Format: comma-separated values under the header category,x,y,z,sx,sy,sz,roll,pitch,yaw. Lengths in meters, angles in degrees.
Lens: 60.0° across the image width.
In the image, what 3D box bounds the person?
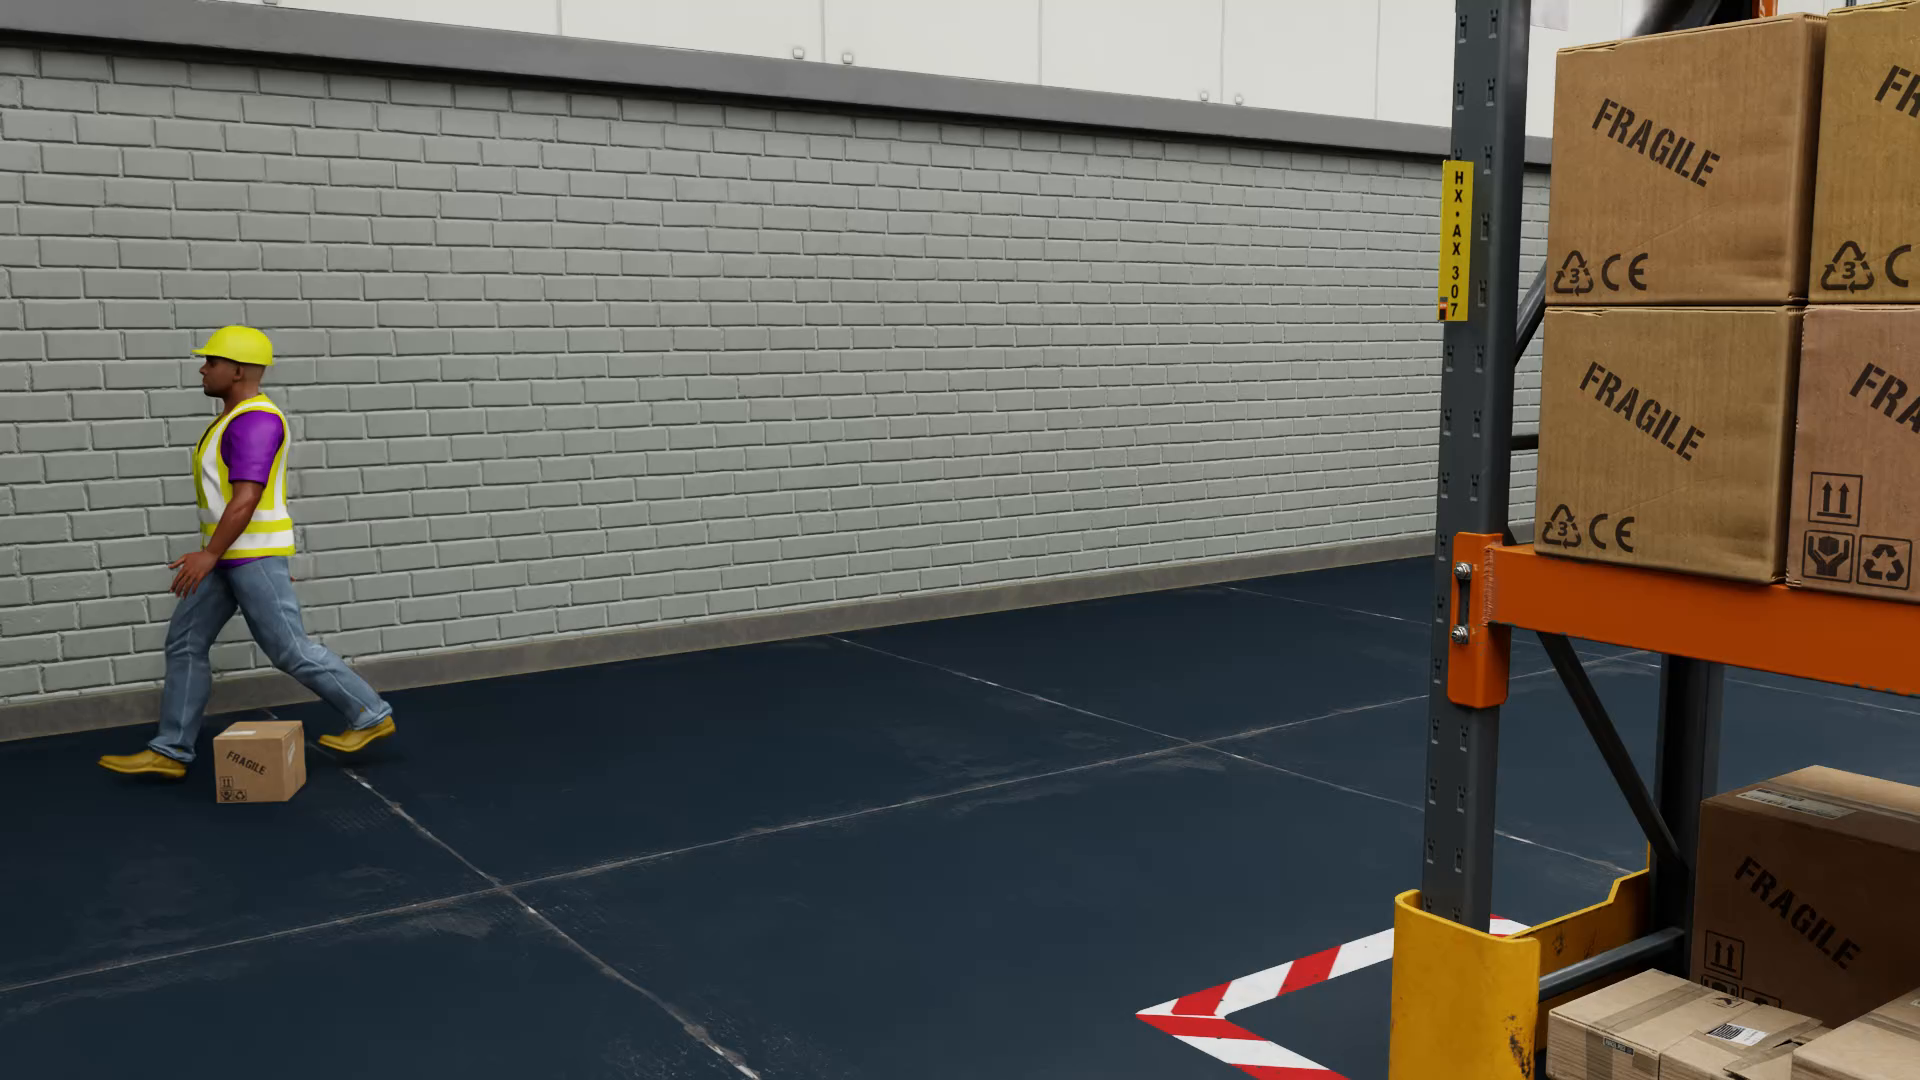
category,x,y,z,sx,sy,sz,roll,pitch,yaw
person,-2.749,0.050,6.357,1.050,1.724,0.578,-5,9,-34
